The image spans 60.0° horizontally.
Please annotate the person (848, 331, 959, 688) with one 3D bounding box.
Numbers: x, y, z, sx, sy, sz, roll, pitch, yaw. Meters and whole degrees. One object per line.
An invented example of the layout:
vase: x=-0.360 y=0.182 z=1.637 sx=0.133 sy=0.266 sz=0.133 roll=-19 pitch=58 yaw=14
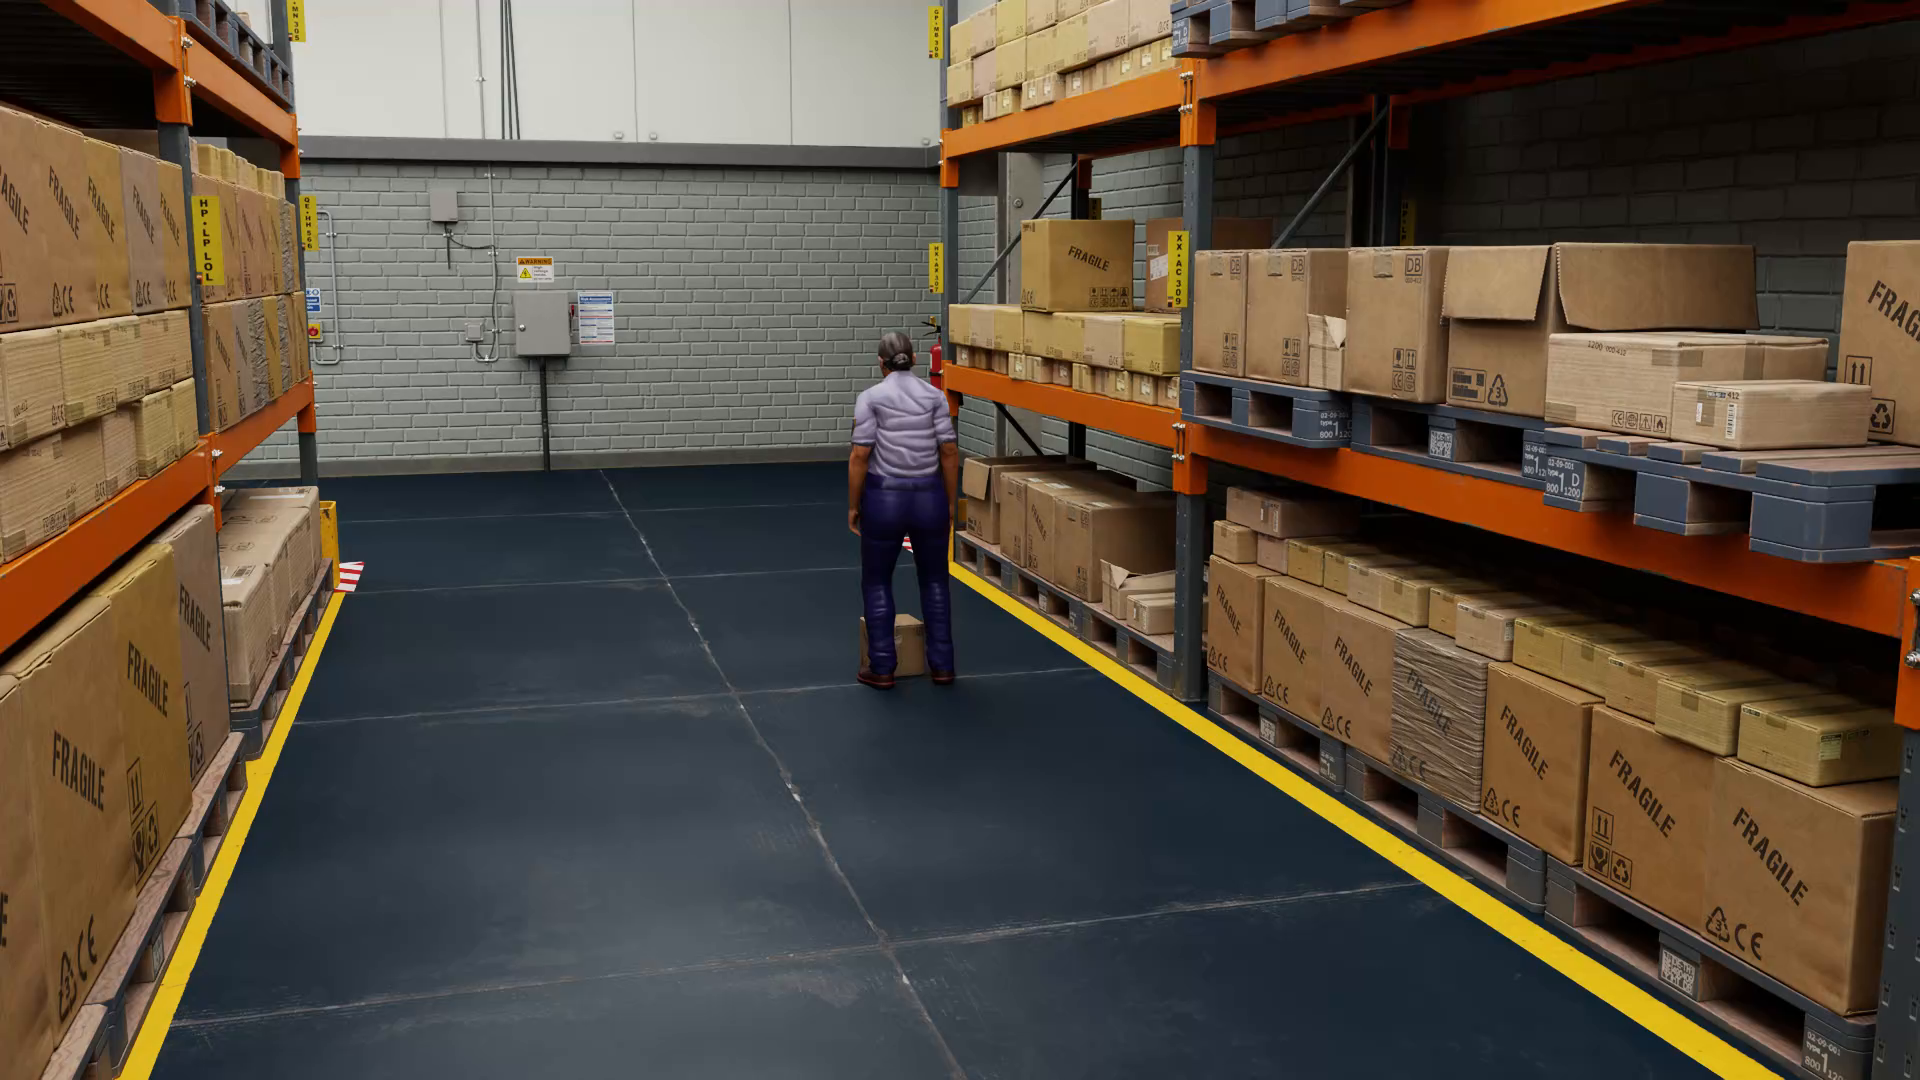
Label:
person: x=-0.257 y=-0.133 z=7.752 sx=0.538 sy=1.638 sz=0.371 roll=-3 pitch=10 yaw=-16
